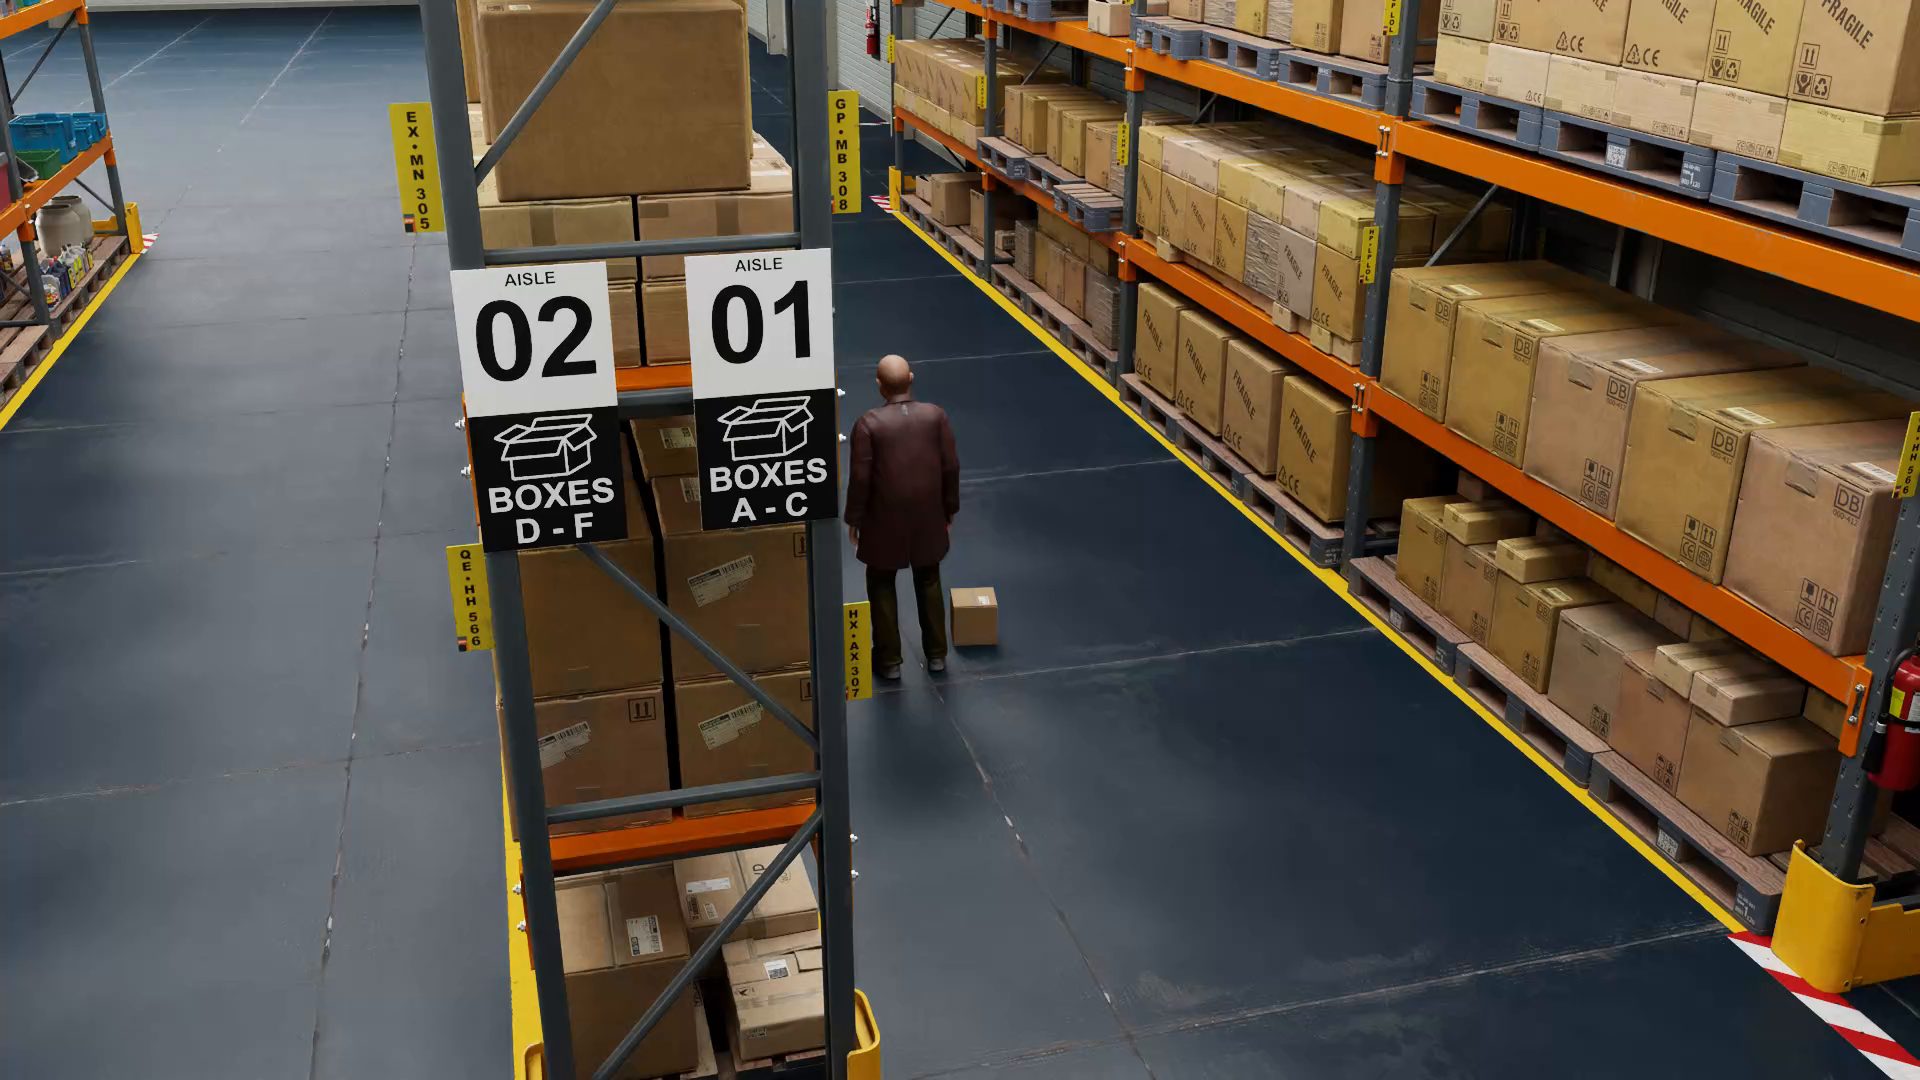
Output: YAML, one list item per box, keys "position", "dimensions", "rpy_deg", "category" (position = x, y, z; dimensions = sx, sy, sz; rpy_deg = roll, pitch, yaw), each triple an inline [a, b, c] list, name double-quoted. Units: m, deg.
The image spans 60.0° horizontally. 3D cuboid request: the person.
- position: [-0.309, -0.037, 8.940]
  dimensions: [0.639, 1.591, 0.429]
  rpy_deg: [-8, 24, -18]
  category: "person"
